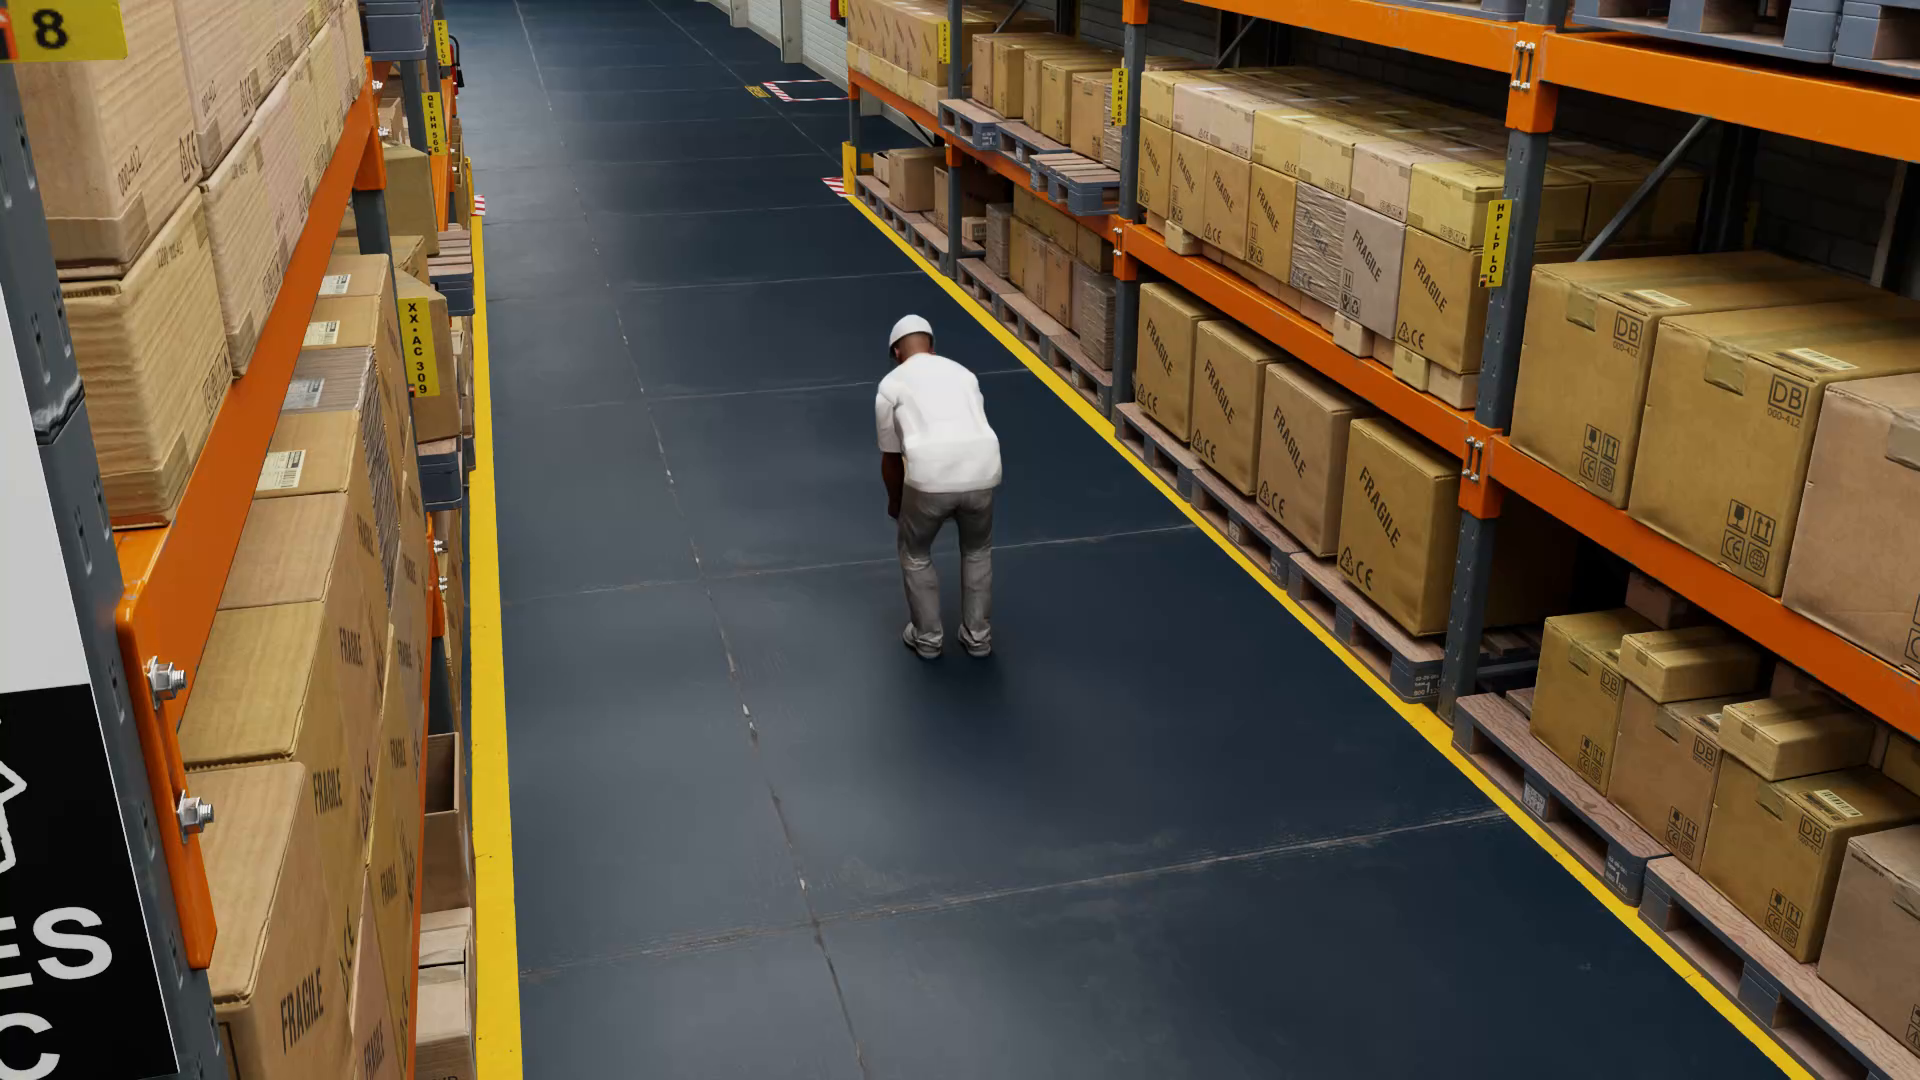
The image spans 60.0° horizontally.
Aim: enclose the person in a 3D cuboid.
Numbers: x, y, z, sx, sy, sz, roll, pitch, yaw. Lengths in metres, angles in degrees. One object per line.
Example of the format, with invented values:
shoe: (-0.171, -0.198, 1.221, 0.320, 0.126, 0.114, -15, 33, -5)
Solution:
person: (-0.125, -0.236, 7.525, 0.488, 1.454, 0.857, -7, 24, -16)
